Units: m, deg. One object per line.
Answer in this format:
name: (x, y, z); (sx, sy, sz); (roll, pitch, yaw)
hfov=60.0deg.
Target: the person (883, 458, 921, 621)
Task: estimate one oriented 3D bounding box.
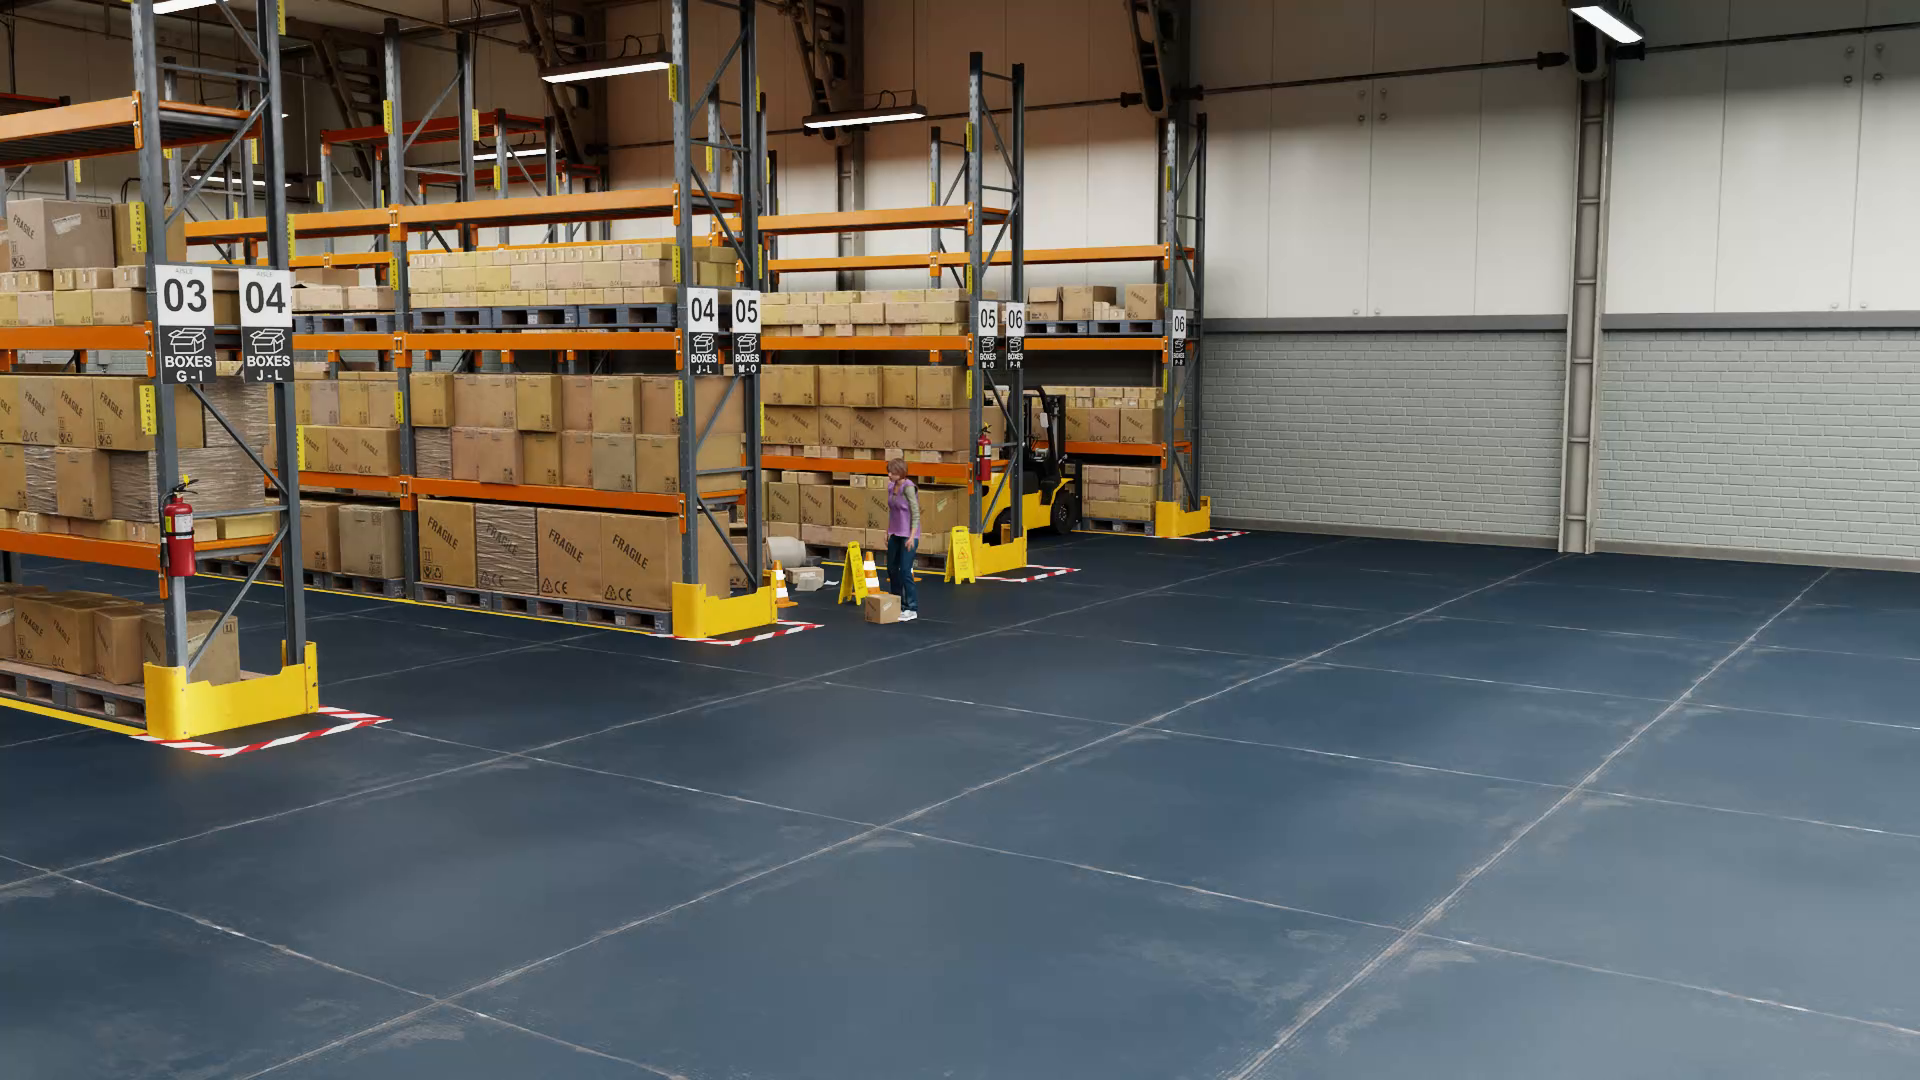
person: (-0.569, -0.015, 16.336); (0.344, 1.591, 0.464); (-6, 9, -41)
